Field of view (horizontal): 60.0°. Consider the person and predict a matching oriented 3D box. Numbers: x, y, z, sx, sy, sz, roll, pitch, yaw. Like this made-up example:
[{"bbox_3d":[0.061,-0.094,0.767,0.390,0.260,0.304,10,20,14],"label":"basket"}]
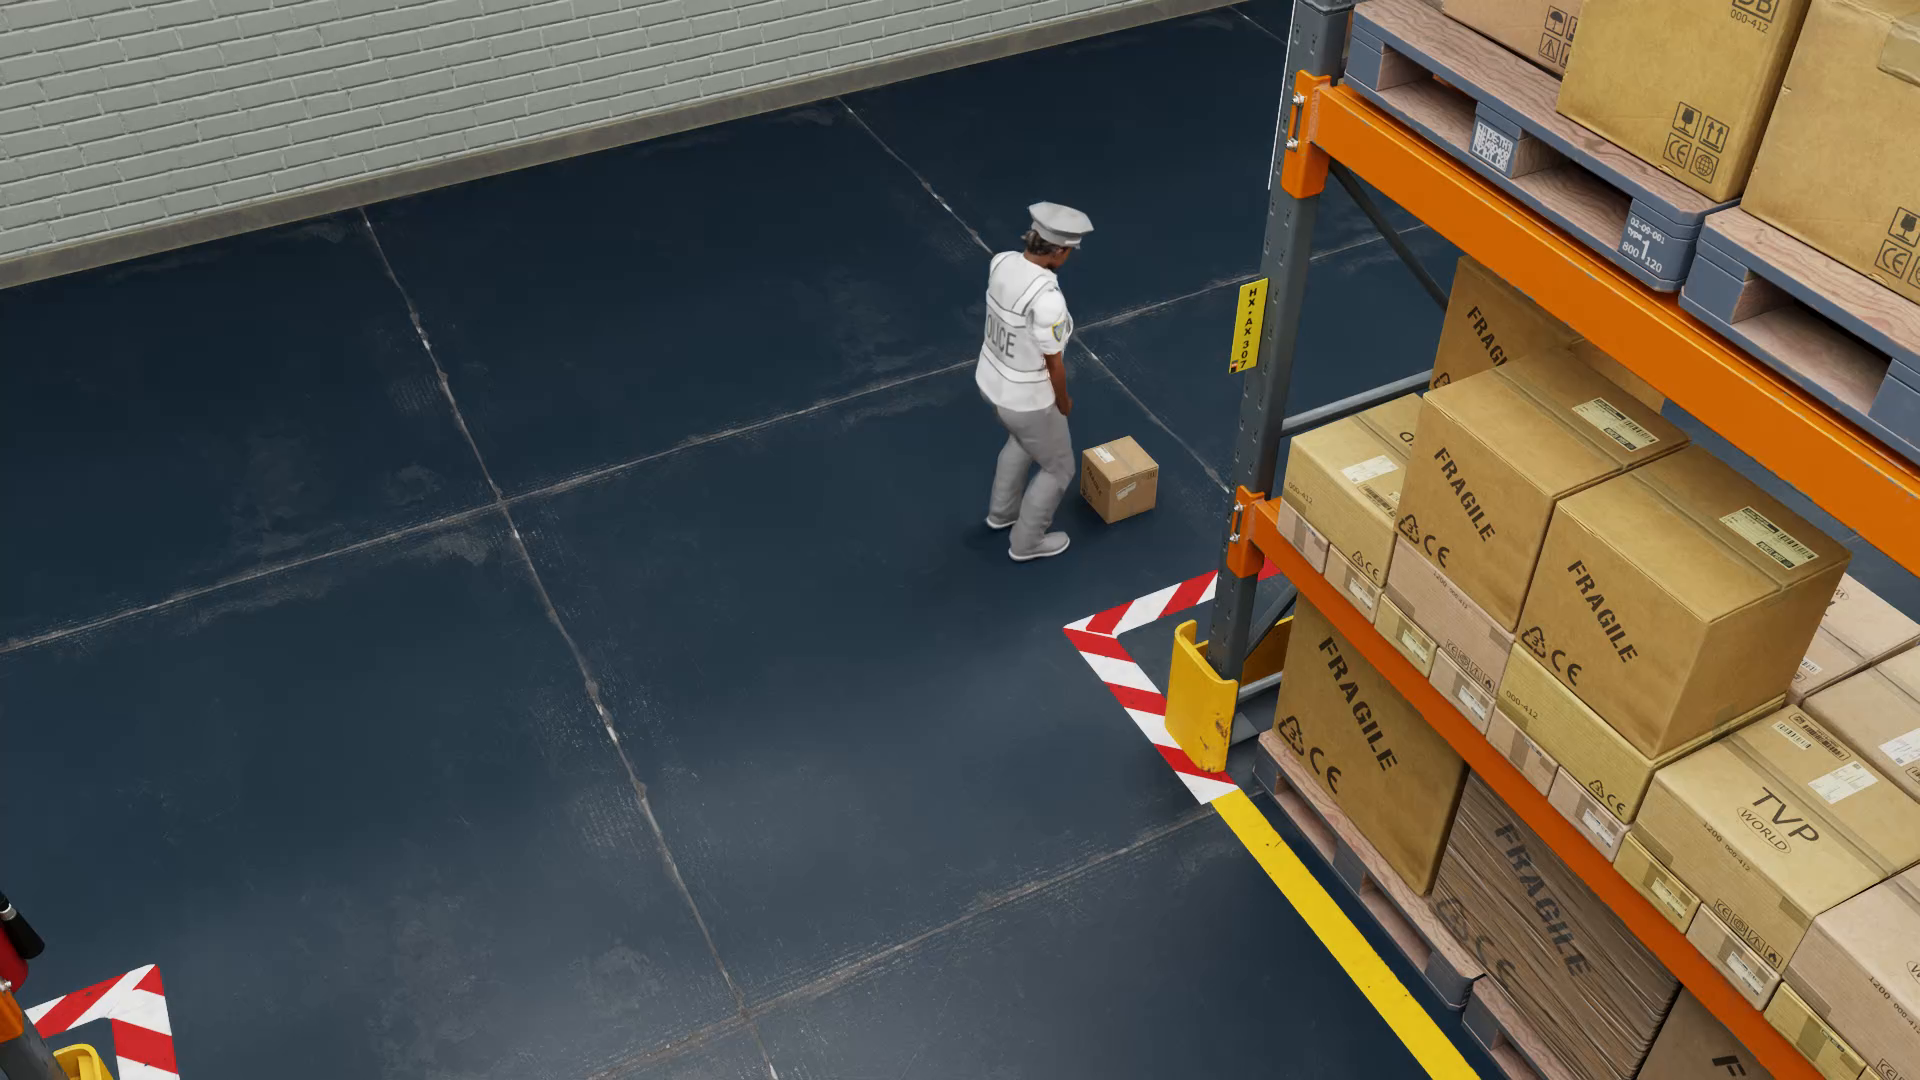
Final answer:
[{"bbox_3d":[0.294,-0.647,6.936,0.460,1.615,0.461,-18,45,-19],"label":"person"}]
